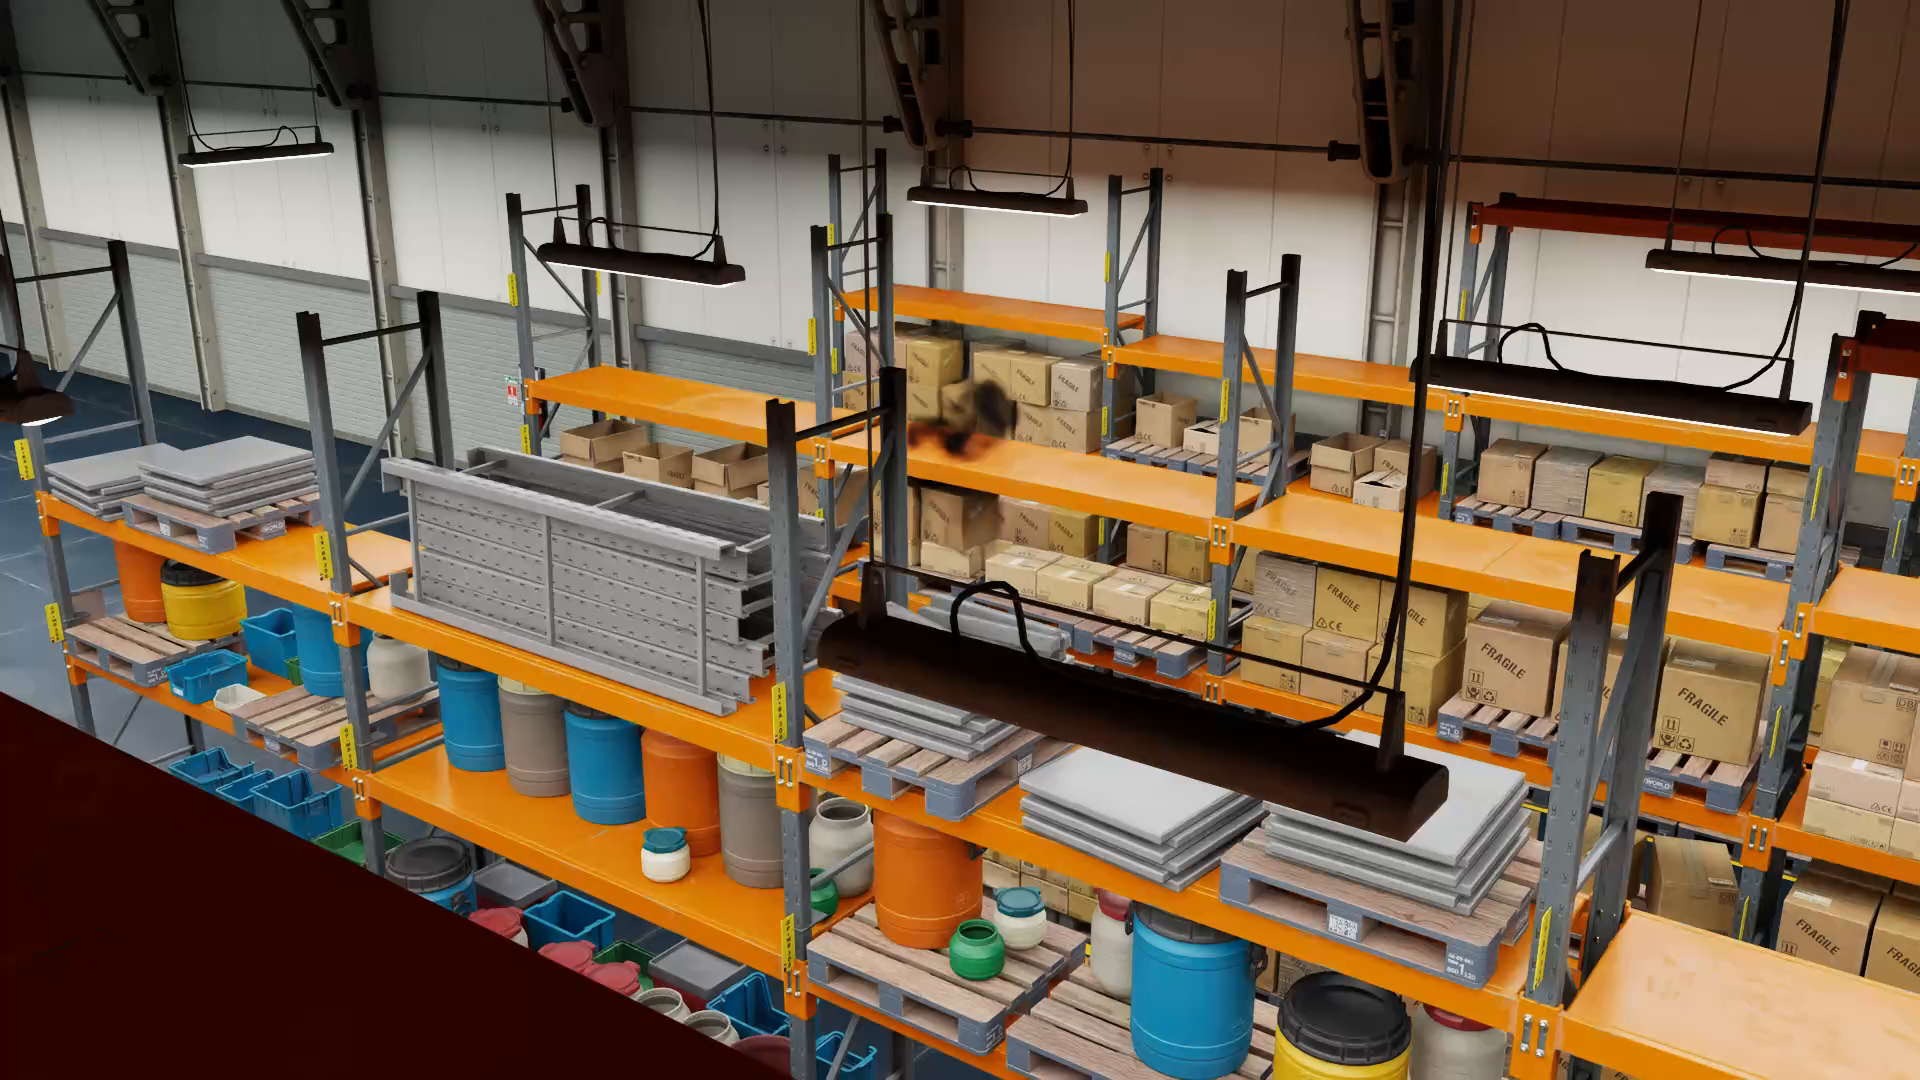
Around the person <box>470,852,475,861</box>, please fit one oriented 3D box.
[{"bbox_3d":[-4.274,2.305,15.559,0.894,1.687,0.608,6,19,17],"label":"person"}]
